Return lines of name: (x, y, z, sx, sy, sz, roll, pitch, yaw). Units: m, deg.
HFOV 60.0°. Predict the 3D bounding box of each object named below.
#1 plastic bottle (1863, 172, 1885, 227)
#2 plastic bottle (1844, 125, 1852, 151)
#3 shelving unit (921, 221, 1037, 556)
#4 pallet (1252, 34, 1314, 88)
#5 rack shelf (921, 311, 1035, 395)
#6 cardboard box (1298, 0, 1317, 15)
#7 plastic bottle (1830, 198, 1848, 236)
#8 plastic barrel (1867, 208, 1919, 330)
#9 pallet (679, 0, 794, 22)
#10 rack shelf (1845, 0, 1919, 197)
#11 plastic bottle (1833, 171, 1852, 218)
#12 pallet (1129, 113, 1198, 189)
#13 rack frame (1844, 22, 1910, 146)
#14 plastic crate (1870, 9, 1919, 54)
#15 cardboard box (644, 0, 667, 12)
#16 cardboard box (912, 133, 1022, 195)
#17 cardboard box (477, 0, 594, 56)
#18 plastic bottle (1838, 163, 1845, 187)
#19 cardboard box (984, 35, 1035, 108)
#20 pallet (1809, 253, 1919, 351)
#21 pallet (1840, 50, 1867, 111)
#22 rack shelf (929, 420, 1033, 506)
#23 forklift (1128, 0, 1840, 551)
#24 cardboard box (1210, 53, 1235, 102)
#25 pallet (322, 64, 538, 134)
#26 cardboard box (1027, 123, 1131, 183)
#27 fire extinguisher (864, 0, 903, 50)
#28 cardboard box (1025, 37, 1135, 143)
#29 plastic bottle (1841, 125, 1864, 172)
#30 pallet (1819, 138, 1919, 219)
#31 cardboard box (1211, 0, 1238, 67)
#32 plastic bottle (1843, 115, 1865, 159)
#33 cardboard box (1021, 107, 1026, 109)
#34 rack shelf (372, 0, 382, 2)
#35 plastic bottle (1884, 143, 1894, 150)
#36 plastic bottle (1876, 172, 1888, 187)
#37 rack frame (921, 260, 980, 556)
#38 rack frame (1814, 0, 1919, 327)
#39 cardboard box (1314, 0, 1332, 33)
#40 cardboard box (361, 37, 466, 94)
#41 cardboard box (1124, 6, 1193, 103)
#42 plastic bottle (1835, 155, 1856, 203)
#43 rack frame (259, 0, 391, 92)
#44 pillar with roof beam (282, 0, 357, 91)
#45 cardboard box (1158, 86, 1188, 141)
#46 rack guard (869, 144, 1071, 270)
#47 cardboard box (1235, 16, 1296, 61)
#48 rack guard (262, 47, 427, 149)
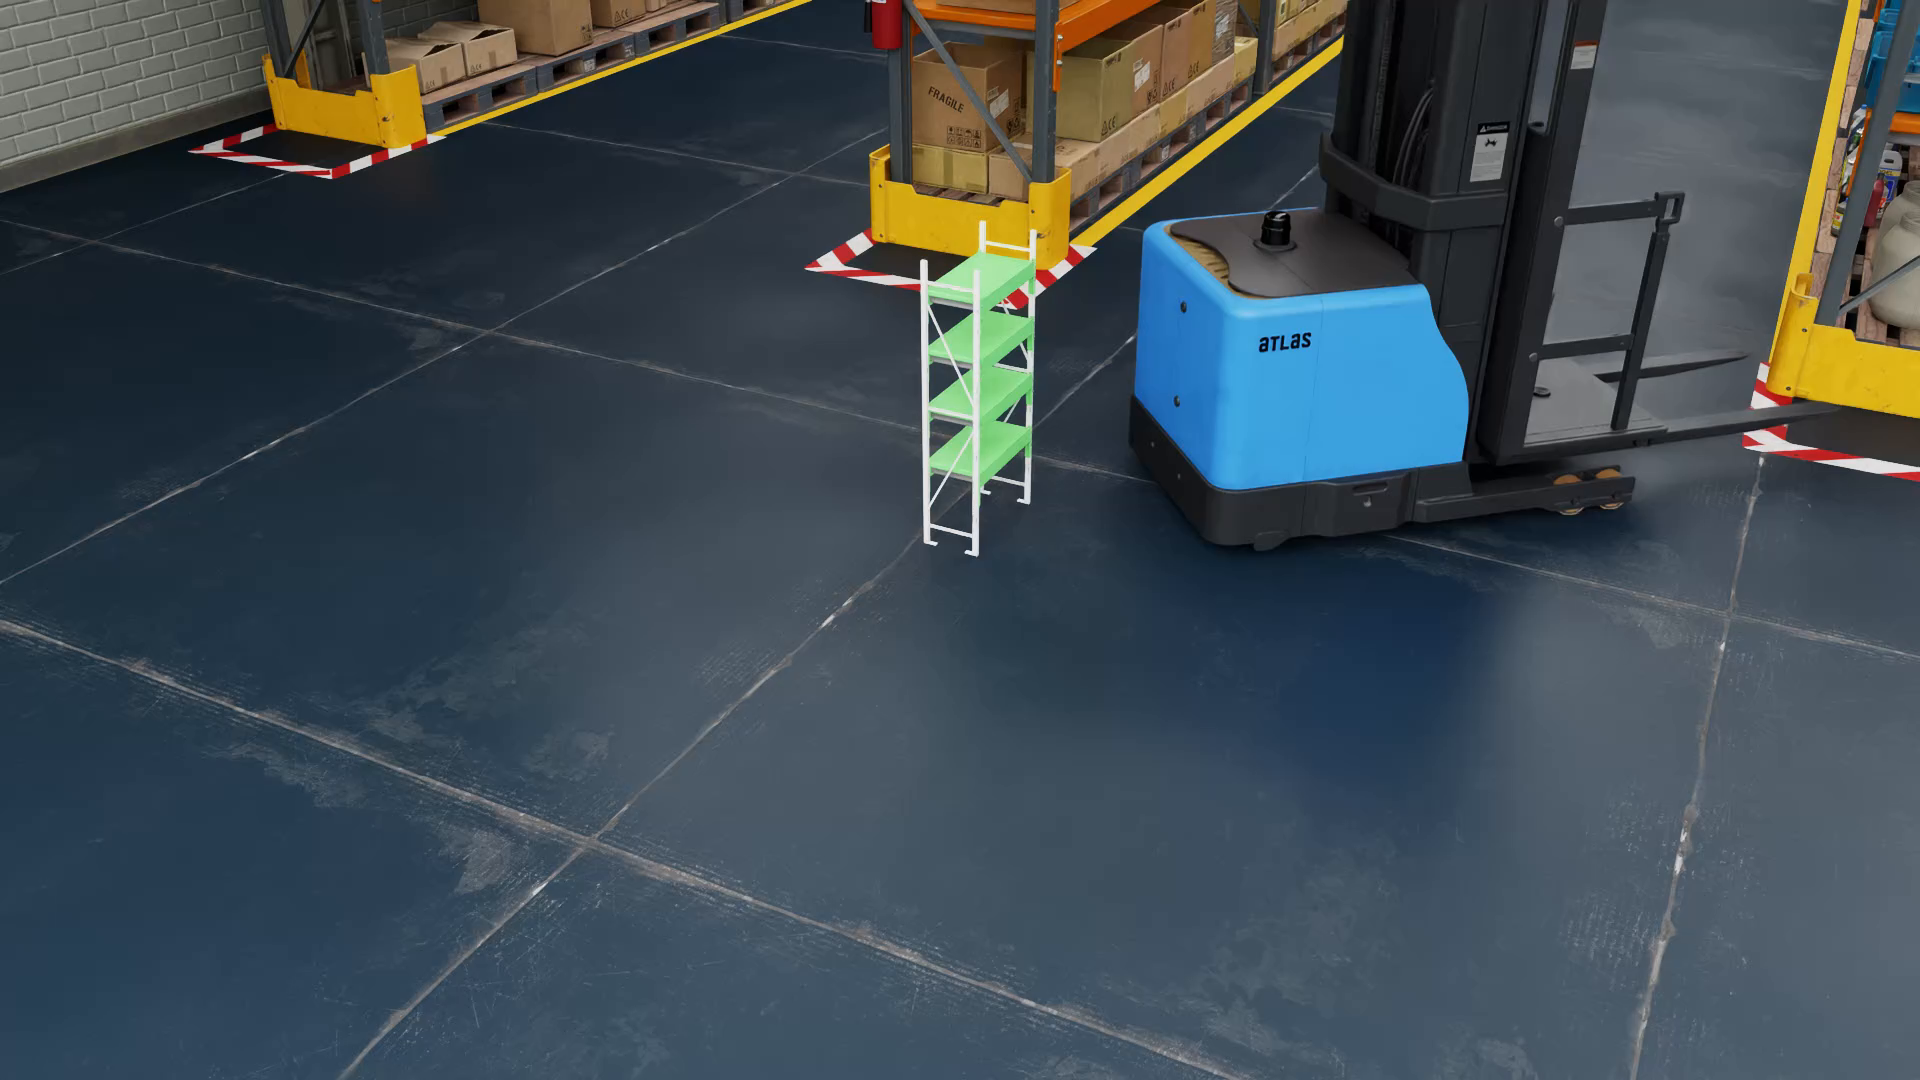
plastic bottle: (5.150, -1.917, 9.363, 0.061, 0.283, 0.133, 14, 33, 23)
plastic bottle: (5.710, -2.573, 10.587, 0.097, 0.201, 0.097, 0, 30, 0)
shelving unit: (0.075, -0.594, 6.579, 0.258, 1.200, 0.503, 14, 33, 23)
pallet: (2.185, -3.934, 13.389, 1.003, 0.211, 1.213, 14, 33, 23)
rack shelf: (0.075, -0.746, 6.491, 0.258, 0.148, 0.480, 14, 33, 23)
cardboard box: (2.527, -4.388, 13.156, 0.500, 0.311, 0.500, 14, 33, 23)
plastic bottle: (4.916, -1.800, 9.241, 0.097, 0.201, 0.097, 0, 30, 0)
plastic barrel: (4.701, -1.322, 8.116, 0.421, 0.512, 0.421, 0, 30, 0)
pallet: (-2.174, -5.066, 15.360, 1.003, 0.211, 1.213, 14, 33, 23)
rack shelf: (5.381, -2.484, 8.786, 1.077, 0.370, 4.000, 14, 33, 23)
plastic bottle: (5.055, -1.938, 9.406, 0.152, 0.276, 0.135, 15, 33, 24)
pallet: (0.930, -2.713, 11.262, 1.003, 0.211, 1.213, 14, 33, 23)
rack frame: (6.292, -3.683, 10.151, 1.000, 3.000, 0.127, 14, 33, 23)
plastic crate: (4.732, -2.421, 8.103, 0.499, 0.251, 0.408, 14, 33, 23)
cardboard box: (-2.745, -4.648, 14.235, 0.380, 0.166, 0.250, 10, 31, 17)
cardboard box: (0.043, -2.329, 10.133, 0.500, 0.250, 0.500, 14, 33, 23)
cardboard box: (-3.316, -4.116, 12.975, 0.700, 0.500, 0.500, 12, 32, 20)
plastic bottle: (5.319, -2.192, 9.924, 0.097, 0.201, 0.097, 0, 30, 0)
cardboard box: (0.484, -3.101, 10.725, 0.500, 0.500, 0.500, 14, 33, 23)
pallet: (4.837, -1.103, 8.459, 1.003, 0.211, 1.213, 14, 33, 23)
pallet: (7.170, -3.373, 12.412, 1.003, 0.211, 1.213, 14, 33, 23)
rack shelf: (0.075, -0.330, 6.730, 0.258, 0.148, 0.480, 14, 33, 23)
forklift: (2.319, -1.619, 6.627, 3.031, 2.935, 1.130, -8, 31, -13)
cardboard box: (1.631, -3.323, 11.864, 0.500, 0.250, 0.500, 14, 33, 23)
pallet: (-3.914, -3.333, 12.343, 1.003, 0.211, 1.213, 14, 33, 23)
cardboard box: (0.729, -2.434, 10.316, 0.500, 0.250, 0.500, 14, 33, 23)
fire extinguisher: (-0.406, -3.054, 9.134, 0.296, 0.674, 0.183, 14, 33, 23)
cardboard box: (0.730, -2.759, 10.129, 0.500, 0.500, 0.500, 14, 33, 23)
plastic bottle: (5.469, -2.377, 10.096, 0.144, 0.351, 0.185, 13, 32, 21)
pallet: (5.949, -2.185, 10.343, 1.003, 0.211, 1.213, 14, 33, 23)
cardboard box: (1.629, -3.649, 11.678, 0.500, 0.500, 0.500, 14, 33, 23)
plastic bottle: (5.633, -2.501, 10.386, 0.152, 0.276, 0.135, 16, 33, 25)
cardboard box: (0.486, -2.776, 10.911, 0.500, 0.250, 0.500, 14, 33, 23)
rack shelf: (-3.439, -4.731, 12.700, 1.077, 0.370, 4.000, 14, 33, 23)
plastic bottle: (5.596, -2.335, 10.102, 0.097, 0.271, 0.097, 0, 30, 0)
plastic bottle: (5.318, -2.034, 9.647, 0.097, 0.201, 0.097, 0, 30, 0)
rack frame: (-0.036, -0.486, 6.391, 0.240, 1.200, 0.015, 14, 33, 23)
rack frame: (4.470, -1.909, 7.063, 1.000, 3.000, 0.127, 14, 33, 23)
cardboard box: (2.756, -4.377, 13.699, 0.500, 0.250, 0.500, 13, 32, 22)
cardboard box: (-3.954, -3.468, 12.035, 0.500, 0.311, 0.500, 11, 32, 18)
cardboard box: (1.190, -3.201, 10.899, 0.500, 0.500, 0.500, 14, 33, 23)
plastic bottle: (5.190, -2.106, 9.624, 0.144, 0.351, 0.185, 16, 33, 25)
rack frame: (-4.350, -4.157, 10.976, 1.000, 3.000, 0.127, 14, 33, 23)
pillar with roof beam: (-0.969, -6.288, 8.664, 9.100, 9.000, 0.400, 14, 33, 23)
cardboard box: (1.189, -2.876, 11.086, 0.500, 0.250, 0.500, 14, 33, 23)
rack guard: (0.051, -1.940, 9.626, 1.175, 0.500, 0.348, 14, 33, 23)
cardboard box: (2.288, -3.920, 12.904, 0.500, 0.250, 0.500, 13, 33, 22)
rack guard: (-4.315, -3.106, 11.658, 1.175, 0.500, 0.348, 14, 33, 23)
